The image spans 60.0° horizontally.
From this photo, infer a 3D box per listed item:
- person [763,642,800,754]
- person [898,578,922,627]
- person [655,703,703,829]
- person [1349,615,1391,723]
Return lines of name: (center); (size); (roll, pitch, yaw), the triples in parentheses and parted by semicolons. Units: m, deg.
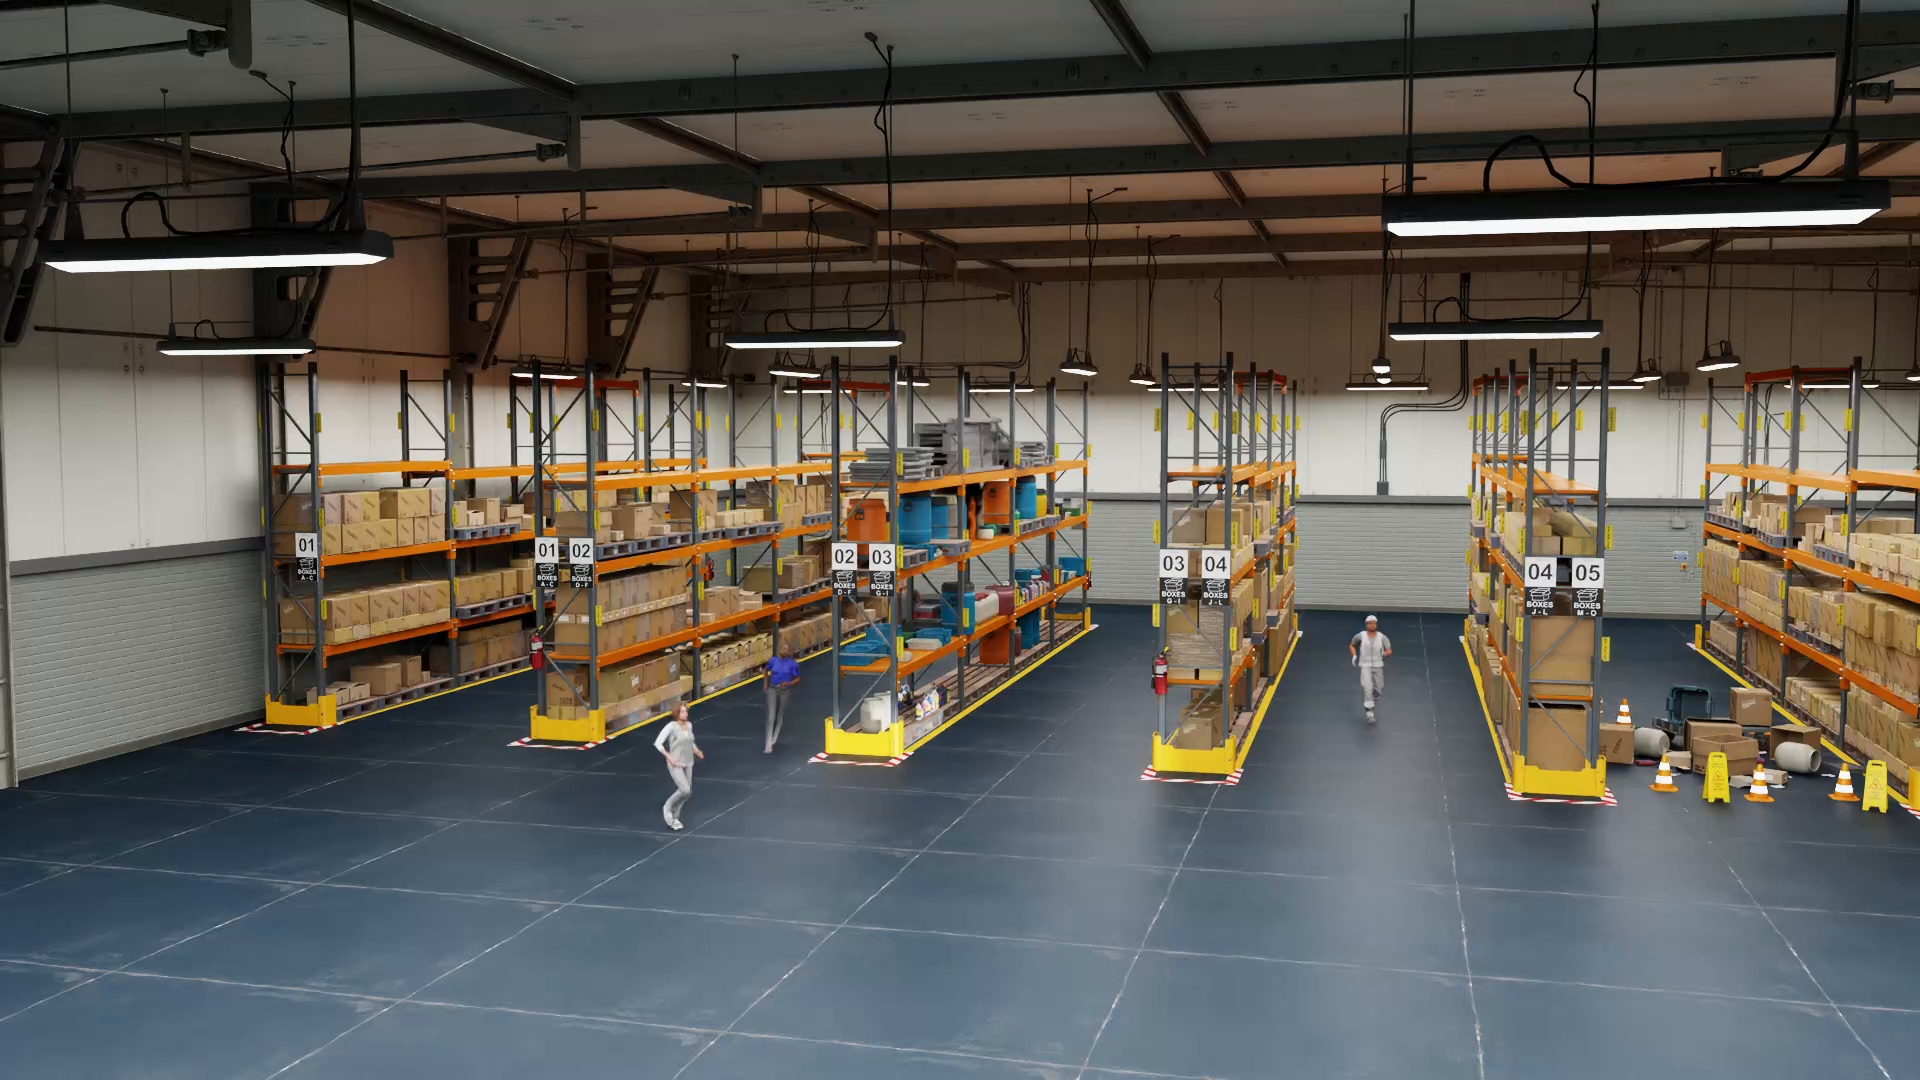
person: (-2.739, 2.400, 25.514); (0.570, 1.688, 0.758); (-1, 4, -7)
person: (-1.163, 1.646, 35.340); (0.722, 1.746, 0.628); (1, 4, 10)
person: (-3.418, 2.782, 20.424); (0.541, 1.558, 0.514); (3, 5, 39)
person: (6.888, 2.145, 27.872); (0.667, 1.768, 0.963); (0, 4, 3)
